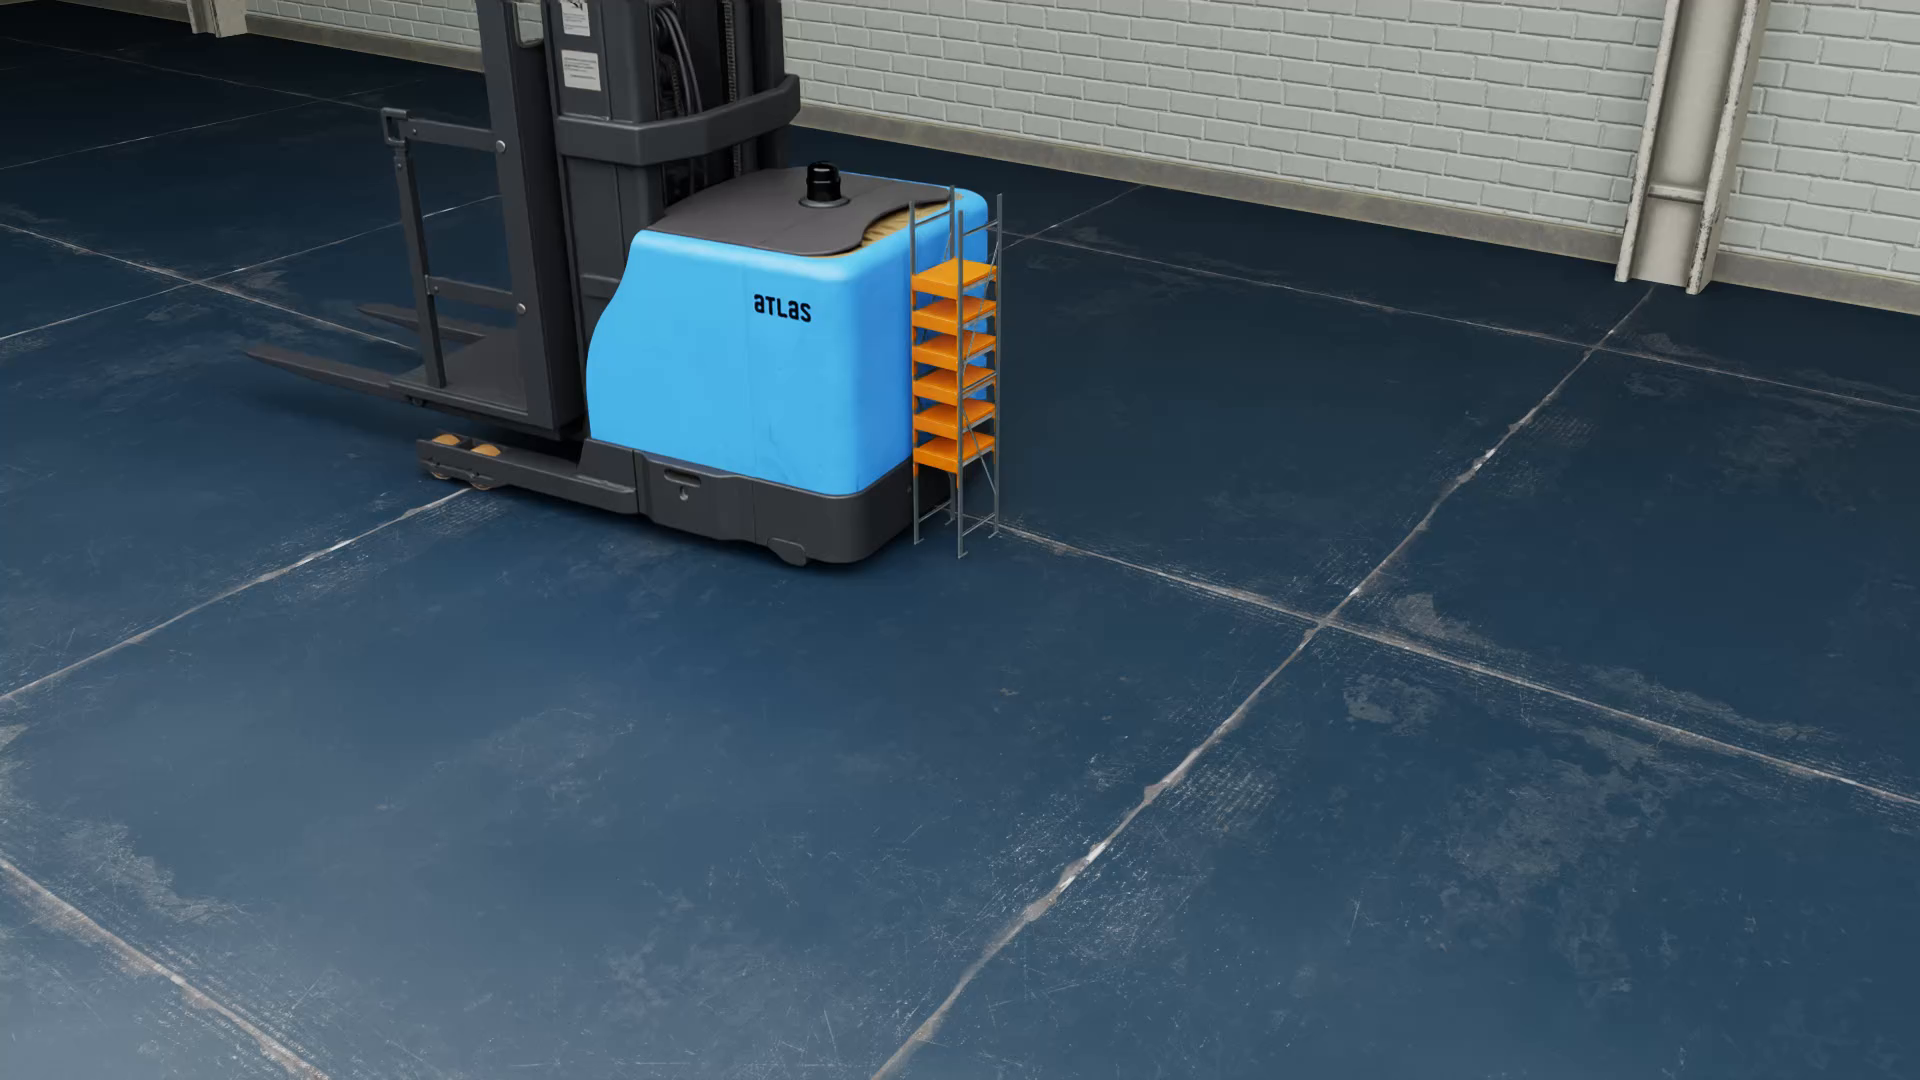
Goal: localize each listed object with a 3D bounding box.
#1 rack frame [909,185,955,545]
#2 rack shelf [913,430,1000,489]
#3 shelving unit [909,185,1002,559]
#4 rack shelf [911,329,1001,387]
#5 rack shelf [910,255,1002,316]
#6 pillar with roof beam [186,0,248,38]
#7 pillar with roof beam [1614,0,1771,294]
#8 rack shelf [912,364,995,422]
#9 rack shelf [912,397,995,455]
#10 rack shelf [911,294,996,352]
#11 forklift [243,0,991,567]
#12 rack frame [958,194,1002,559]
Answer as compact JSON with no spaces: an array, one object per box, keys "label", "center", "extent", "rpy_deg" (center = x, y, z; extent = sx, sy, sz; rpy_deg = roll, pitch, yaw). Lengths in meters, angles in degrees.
[{"label":"rack frame","center":[-0.087,-0.562,5.531],"extent":[0.006,1.200,0.240],"rpy_deg":[17,32,30]},{"label":"rack shelf","center":[-0.012,-0.285,5.614],"extent":[0.180,0.103,0.258],"rpy_deg":[17,32,30]},{"label":"shelving unit","center":[-0.012,-0.538,5.485],"extent":[0.189,1.200,0.258],"rpy_deg":[17,32,30]},{"label":"rack shelf","center":[-0.012,-0.606,5.451],"extent":[0.180,0.103,0.258],"rpy_deg":[17,32,30]},{"label":"rack shelf","center":[-0.012,-0.820,5.342],"extent":[0.180,0.103,0.258],"rpy_deg":[17,32,30]},{"label":"pillar with roof beam","center":[-8.815,-6.785,9.161],"extent":[0.400,9.000,9.100],"rpy_deg":[17,32,30]},{"label":"pillar with roof beam","center":[1.077,-3.704,3.106],"extent":[0.400,9.000,9.100],"rpy_deg":[17,32,30]},{"label":"rack shelf","center":[-0.012,-0.499,5.505],"extent":[0.180,0.103,0.258],"rpy_deg":[17,32,30]},{"label":"rack shelf","center":[-0.012,-0.392,5.560],"extent":[0.180,0.103,0.258],"rpy_deg":[17,32,30]},{"label":"rack shelf","center":[-0.012,-0.713,5.396],"extent":[0.180,0.103,0.258],"rpy_deg":[17,32,30]},{"label":"forklift","center":[-1.432,-1.683,5.826],"extent":[3.031,2.935,1.130],"rpy_deg":[14,30,25]},{"label":"rack frame","center":[0.063,-0.515,5.439],"extent":[0.006,1.200,0.240],"rpy_deg":[17,32,30]}]
